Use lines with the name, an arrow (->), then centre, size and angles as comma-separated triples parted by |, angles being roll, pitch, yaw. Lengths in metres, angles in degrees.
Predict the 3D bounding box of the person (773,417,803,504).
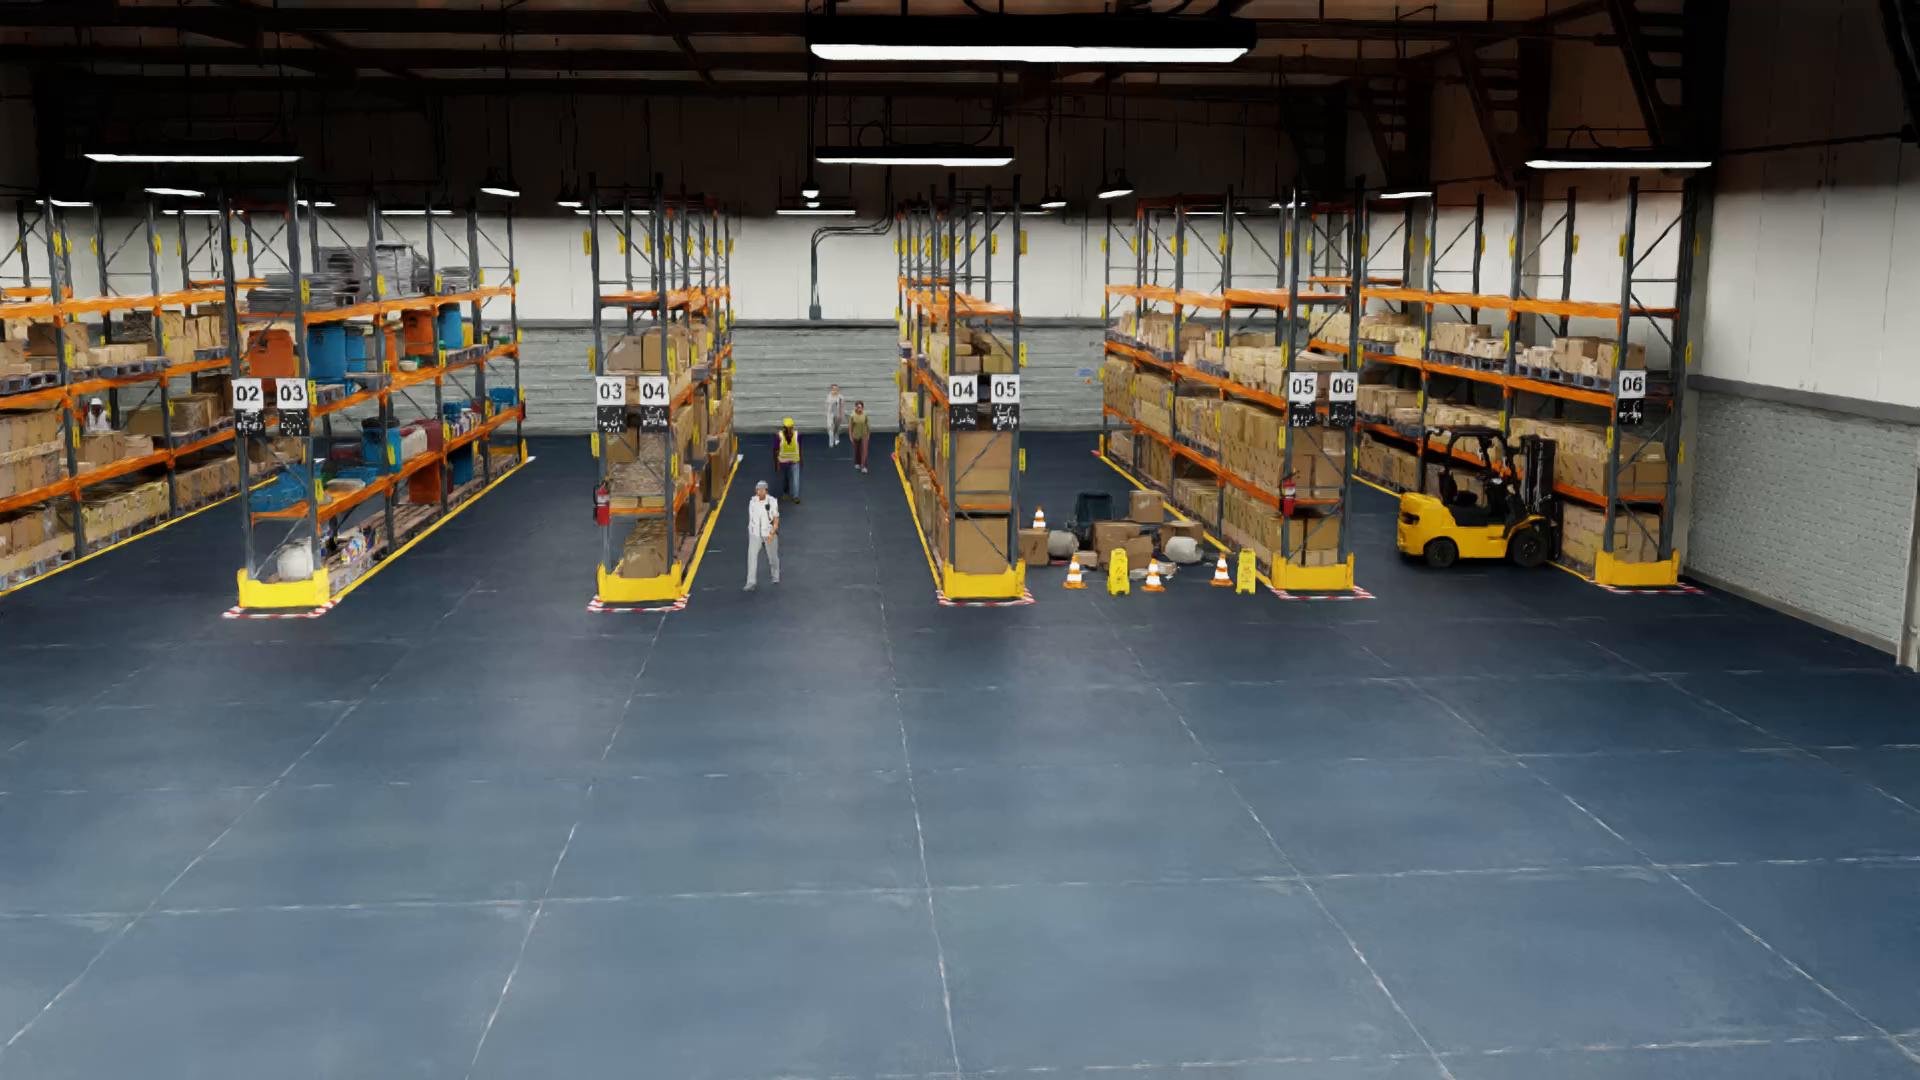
person -> -3.374, -1.581, 32.694 | 0.582, 1.686, 1.113 | -1, 10, -7

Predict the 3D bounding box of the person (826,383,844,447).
person -> -3.148, -3.177, 41.987 | 0.444, 1.589, 1.095 | -1, 10, -6

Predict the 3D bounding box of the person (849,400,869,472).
person -> -2.264, -2.345, 37.312 | 0.448, 1.588, 1.109 | 0, 10, -2

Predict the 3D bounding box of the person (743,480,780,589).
person -> -2.898, -0.098, 24.580 | 0.478, 1.596, 1.004 | 1, 10, 5

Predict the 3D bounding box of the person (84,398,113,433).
person -> -18.992, -2.324, 36.766 | 0.677, 1.665, 0.574 | -1, 10, -7
